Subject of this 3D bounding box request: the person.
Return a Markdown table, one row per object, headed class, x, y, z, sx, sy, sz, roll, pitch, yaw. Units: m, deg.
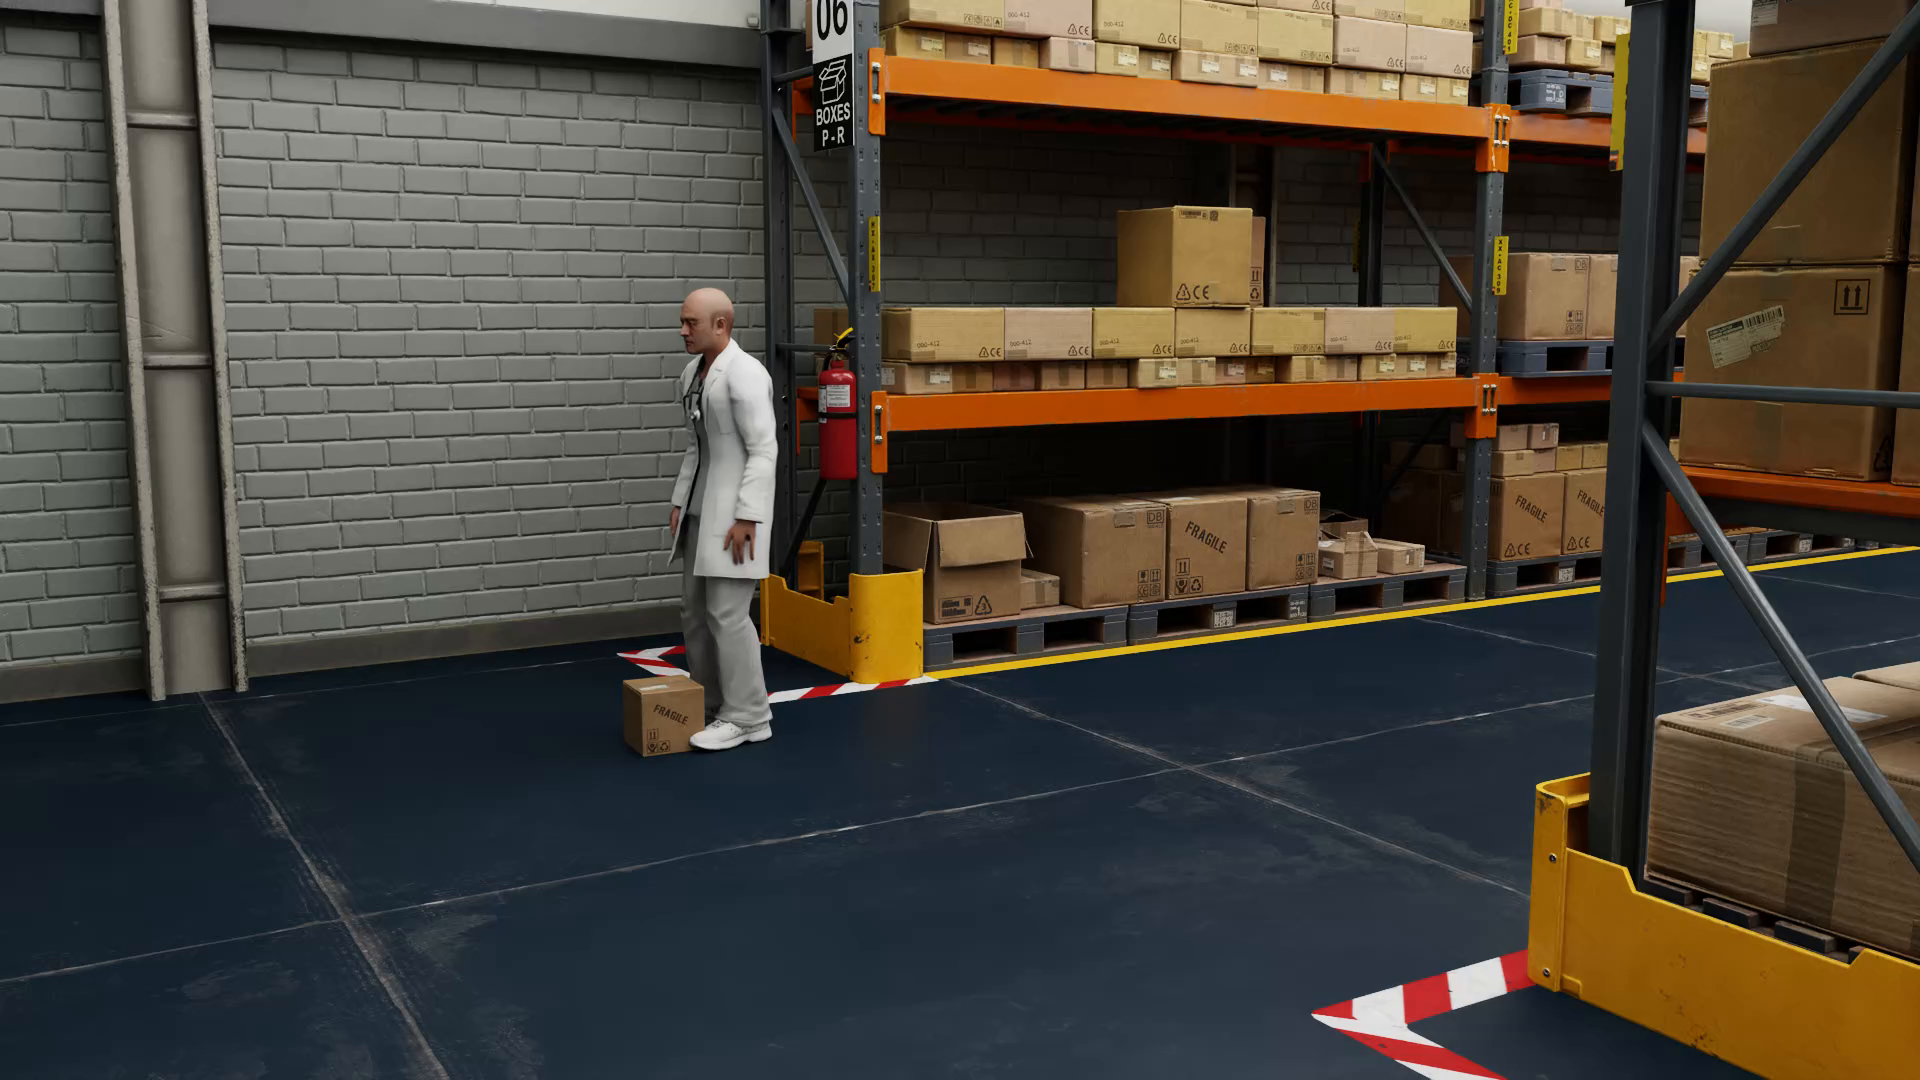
| class | x | y | z | sx | sy | sz | roll | pitch | yaw |
| --- | --- | --- | --- | --- | --- | --- | --- | --- | --- |
| person | -0.939 | -0.089 | 6.504 | 0.417 | 1.774 | 0.654 | -5 | 10 | -34 |
